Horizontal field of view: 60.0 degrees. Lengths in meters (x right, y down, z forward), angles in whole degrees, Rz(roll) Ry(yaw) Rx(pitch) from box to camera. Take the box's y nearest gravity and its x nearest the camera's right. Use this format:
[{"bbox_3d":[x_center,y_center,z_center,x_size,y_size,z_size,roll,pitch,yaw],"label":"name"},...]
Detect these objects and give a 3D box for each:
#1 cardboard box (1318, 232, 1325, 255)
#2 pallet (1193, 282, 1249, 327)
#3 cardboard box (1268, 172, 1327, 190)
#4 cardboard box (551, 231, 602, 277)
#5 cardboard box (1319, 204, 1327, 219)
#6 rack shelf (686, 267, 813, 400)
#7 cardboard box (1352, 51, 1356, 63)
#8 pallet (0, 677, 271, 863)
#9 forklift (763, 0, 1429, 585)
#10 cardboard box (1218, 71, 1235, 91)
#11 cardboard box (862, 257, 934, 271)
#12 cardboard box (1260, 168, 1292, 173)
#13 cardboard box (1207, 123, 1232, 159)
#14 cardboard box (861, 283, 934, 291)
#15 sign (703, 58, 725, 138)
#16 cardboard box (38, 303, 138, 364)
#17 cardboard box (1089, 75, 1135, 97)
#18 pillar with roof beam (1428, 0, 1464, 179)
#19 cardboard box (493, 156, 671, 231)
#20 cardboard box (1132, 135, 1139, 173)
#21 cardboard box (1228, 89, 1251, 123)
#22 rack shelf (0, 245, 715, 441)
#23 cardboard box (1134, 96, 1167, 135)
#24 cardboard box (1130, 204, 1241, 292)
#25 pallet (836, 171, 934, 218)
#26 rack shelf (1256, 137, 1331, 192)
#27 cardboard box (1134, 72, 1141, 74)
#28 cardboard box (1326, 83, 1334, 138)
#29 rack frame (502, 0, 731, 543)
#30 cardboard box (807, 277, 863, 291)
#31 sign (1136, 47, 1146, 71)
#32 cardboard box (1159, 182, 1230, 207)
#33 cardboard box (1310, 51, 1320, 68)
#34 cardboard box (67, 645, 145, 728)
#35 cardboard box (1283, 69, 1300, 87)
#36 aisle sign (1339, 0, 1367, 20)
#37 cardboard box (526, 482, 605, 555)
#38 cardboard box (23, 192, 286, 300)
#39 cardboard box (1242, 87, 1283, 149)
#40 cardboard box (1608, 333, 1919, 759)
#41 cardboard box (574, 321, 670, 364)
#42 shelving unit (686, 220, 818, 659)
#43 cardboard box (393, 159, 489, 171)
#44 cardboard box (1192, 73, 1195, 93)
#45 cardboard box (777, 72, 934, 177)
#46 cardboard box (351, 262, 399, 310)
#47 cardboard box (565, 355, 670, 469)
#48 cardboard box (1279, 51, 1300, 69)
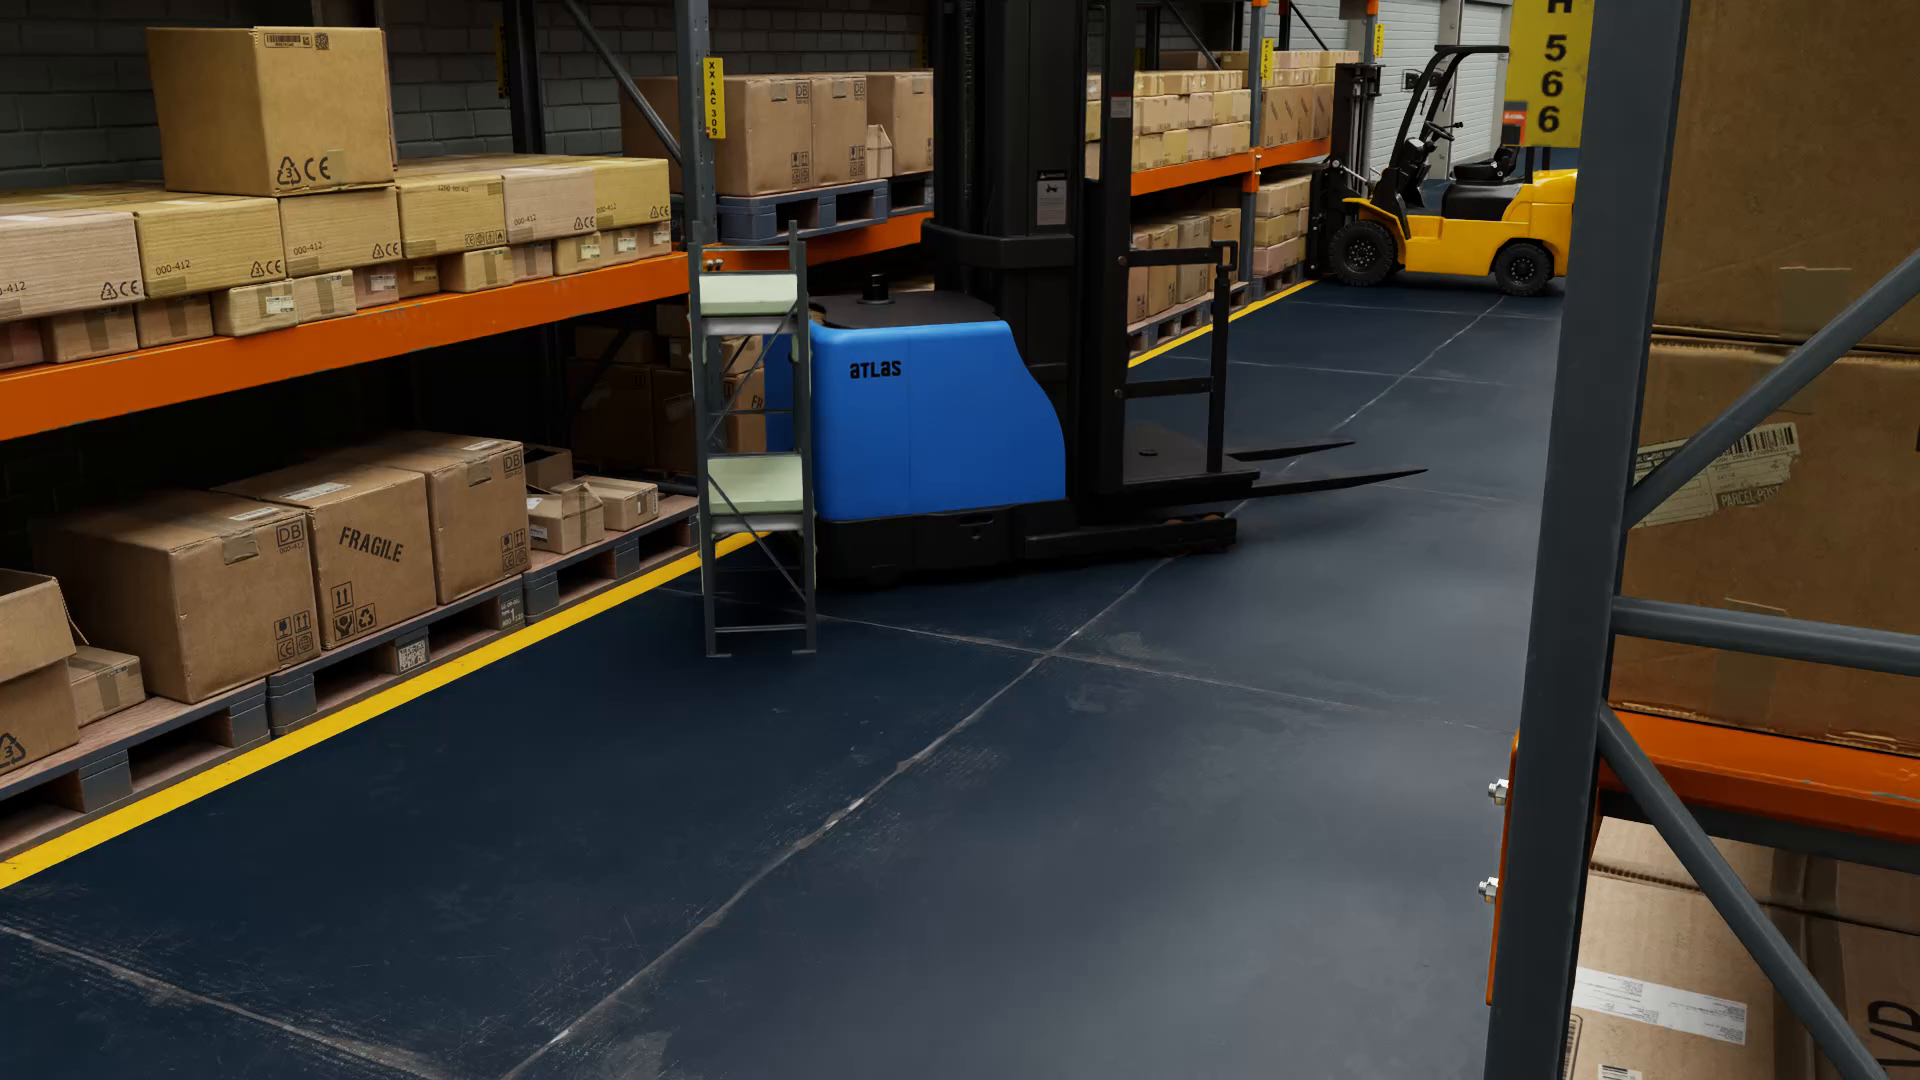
[{"bbox_3d":[3.239,-2.896,16.097,0.500,0.250,0.500,9,19,27],"label":"cardboard box"},{"bbox_3d":[1.759,-2.011,13.924,1.003,0.211,1.213,8,18,25],"label":"pallet"},{"bbox_3d":[3.241,-3.376,15.958,0.500,0.250,0.500,8,18,24],"label":"cardboard box"},{"bbox_3d":[-1.629,-1.130,6.503,0.380,0.149,0.250,9,19,27],"label":"cardboard box"},{"bbox_3d":[3.231,-3.131,16.011,0.500,0.250,0.500,8,18,25],"label":"cardboard box"},{"bbox_3d":[-0.776,-0.774,6.127,0.431,0.370,0.720,-2,17,-7],"label":"rack shelf"},{"bbox_3d":[3.787,-4.876,16.835,0.380,0.149,0.250,8,18,25],"label":"cardboard box"},{"bbox_3d":[-2.919,0.631,5.031,1.003,0.211,1.213,8,18,25],"label":"pallet"},{"bbox_3d":[0.687,-1.462,7.300,3.031,2.935,1.130,-6,18,-20],"label":"forklift"},{"bbox_3d":[2.000,-3.716,13.452,0.380,0.149,0.250,8,18,25],"label":"cardboard box"},{"bbox_3d":[-0.388,-1.678,10.419,0.380,0.149,0.250,9,19,27],"label":"cardboard box"},{"bbox_3d":[3.004,-3.570,16.610,0.500,0.250,0.500,8,18,25],"label":"cardboard box"},{"bbox_3d":[1.843,-3.178,13.219,0.500,0.250,0.500,8,18,25],"label":"cardboard box"},{"bbox_3d":[-0.346,-1.343,9.292,0.380,0.149,0.250,7,18,23],"label":"cardboard box"},{"bbox_3d":[-1.032,-1.851,6.966,0.100,0.325,0.005,8,18,25],"label":"sign"},{"bbox_3d":[-2.590,-0.611,4.754,0.380,0.149,0.250,9,19,27],"label":"cardboard box"},{"bbox_3d":[0.988,-3.129,11.476,0.380,0.149,0.250,8,18,26],"label":"cardboard box"},{"bbox_3d":[11.937,-9.881,24.988,9.100,9.000,0.400,8,18,25],"label":"pillar with roof beam"},{"bbox_3d":[-1.531,-1.413,6.753,0.500,0.250,0.500,9,19,27],"label":"cardboard box"},{"bbox_3d":[0.912,-2.659,11.472,0.500,0.250,0.500,8,18,24],"label":"cardboard box"},{"bbox_3d":[2.063,-3.550,13.595,0.500,0.250,0.500,8,18,24],"label":"cardboard box"},{"bbox_3d":[-2.415,-0.648,5.702,1.077,0.370,4.000,8,18,25],"label":"rack shelf"},{"bbox_3d":[1.158,-3.030,11.841,0.500,0.250,0.500,8,18,24],"label":"cardboard box"},{"bbox_3d":[1.830,-2.469,14.002,0.875,0.625,0.625,9,19,28],"label":"cardboard box"},{"bbox_3d":[-0.599,-1.934,9.103,1.003,0.211,1.213,8,18,25],"label":"pallet"},{"bbox_3d":[2.947,-3.705,15.993,1.077,0.370,4.000,8,18,25],"label":"rack shelf"},{"bbox_3d":[1.196,-3.584,13.008,0.380,0.149,0.250,8,18,25],"label":"cardboard box"},{"bbox_3d":[3.387,-4.187,16.177,0.500,0.500,0.500,8,18,24],"label":"cardboard box"},{"bbox_3d":[-1.521,-1.503,7.315,1.000,3.000,0.127,8,18,25],"label":"rack frame"},{"bbox_3d":[-0.776,-1.406,9.504,0.380,0.149,0.250,8,18,26],"label":"cardboard box"},{"bbox_3d":[1.556,-4.063,14.278,0.100,0.325,0.005,8,18,25],"label":"sign"},{"bbox_3d":[2.100,-3.053,14.870,0.500,0.250,0.500,9,19,26],"label":"cardboard box"},{"bbox_3d":[3.189,-4.551,15.742,0.380,0.149,0.250,8,18,26],"label":"cardboard box"},{"bbox_3d":[-2.726,0.435,5.062,0.380,0.149,0.250,7,18,23],"label":"cardboard box"},{"bbox_3d":[2.814,-4.136,14.868,0.380,0.149,0.250,9,19,27],"label":"cardboard box"},{"bbox_3d":[4.133,-5.785,17.166,0.394,0.787,0.004,8,18,25],"label":"aisle sign"},{"bbox_3d":[-1.667,-0.123,6.735,0.396,0.266,0.258,9,19,27],"label":"cardboard box"},{"bbox_3d":[-2.416,-0.894,5.006,0.500,0.250,0.500,8,18,24],"label":"cardboard box"},{"bbox_3d":[2.485,-3.668,14.430,0.500,0.500,0.500,8,18,24],"label":"cardboard box"},{"bbox_3d":[1.112,-0.058,2.275,0.500,0.500,0.500,8,18,26],"label":"cardboard box"},{"bbox_3d":[-1.615,-0.947,7.958,0.380,0.149,0.250,7,18,23],"label":"cardboard box"},{"bbox_3d":[-0.776,-0.400,6.238,0.431,1.500,0.755,-2,17,-7],"label":"shelving unit"},{"bbox_3d":[-2.202,-1.353,6.552,0.500,0.250,0.500,8,18,25],"label":"cardboard box"},{"bbox_3d":[1.555,-3.455,12.573,0.380,0.149,0.250,8,18,26],"label":"cardboard box"},{"bbox_3d":[-0.523,-2.178,8.677,0.700,0.500,0.500,8,18,25],"label":"cardboard box"},{"bbox_3d":[-2.143,-0.878,5.654,0.380,0.149,0.250,8,18,25],"label":"cardboard box"},{"bbox_3d":[-1.566,-0.668,8.159,0.500,0.500,0.500,8,18,25],"label":"cardboard box"},{"bbox_3d":[2.810,-4.282,14.835,0.380,0.149,0.250,9,19,27],"label":"cardboard box"}]
